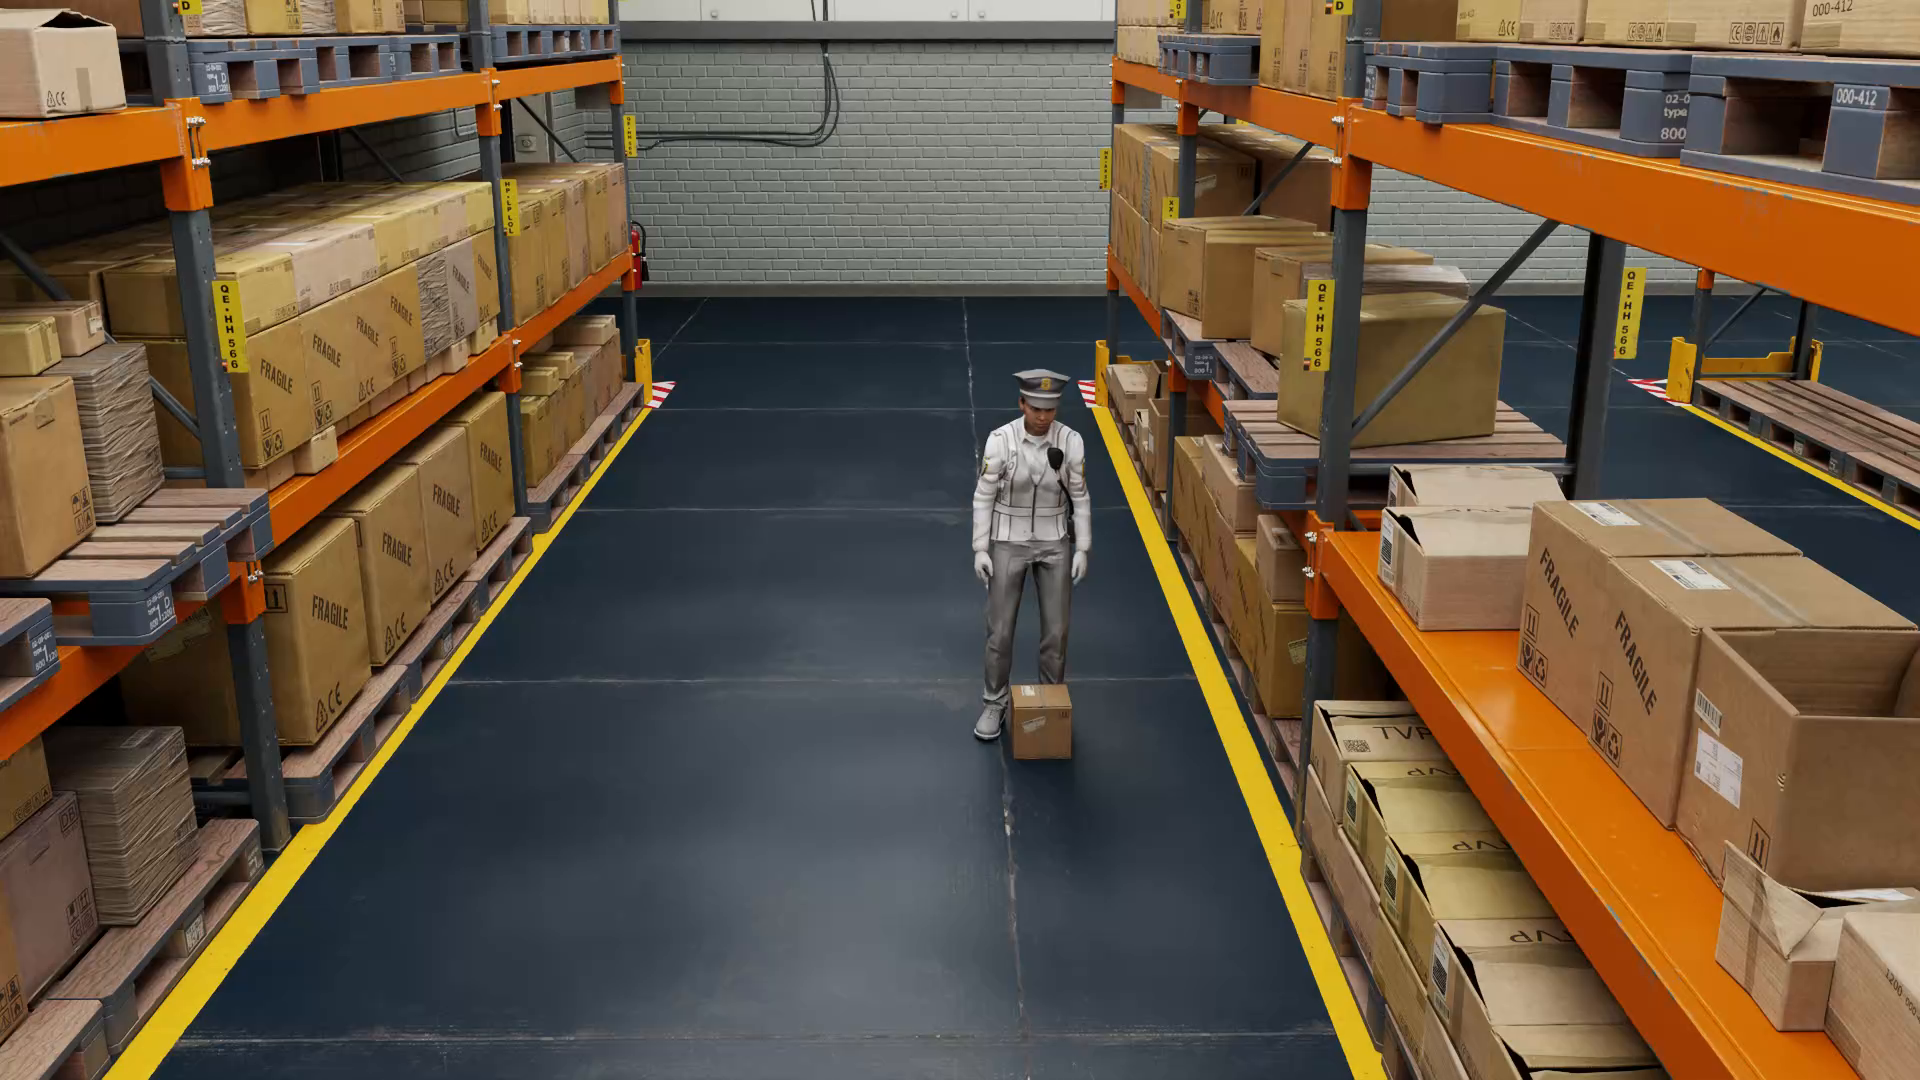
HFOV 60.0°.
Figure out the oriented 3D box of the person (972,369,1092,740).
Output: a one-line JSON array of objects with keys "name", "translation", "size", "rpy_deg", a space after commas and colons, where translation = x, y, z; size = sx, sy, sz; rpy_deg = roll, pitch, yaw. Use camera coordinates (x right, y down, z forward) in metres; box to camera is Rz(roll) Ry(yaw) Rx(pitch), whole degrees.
[{"name": "person", "translation": [0.319, 0.055, 7.362], "size": [0.532, 1.663, 0.372], "rpy_deg": [-1, 17, -3]}]
